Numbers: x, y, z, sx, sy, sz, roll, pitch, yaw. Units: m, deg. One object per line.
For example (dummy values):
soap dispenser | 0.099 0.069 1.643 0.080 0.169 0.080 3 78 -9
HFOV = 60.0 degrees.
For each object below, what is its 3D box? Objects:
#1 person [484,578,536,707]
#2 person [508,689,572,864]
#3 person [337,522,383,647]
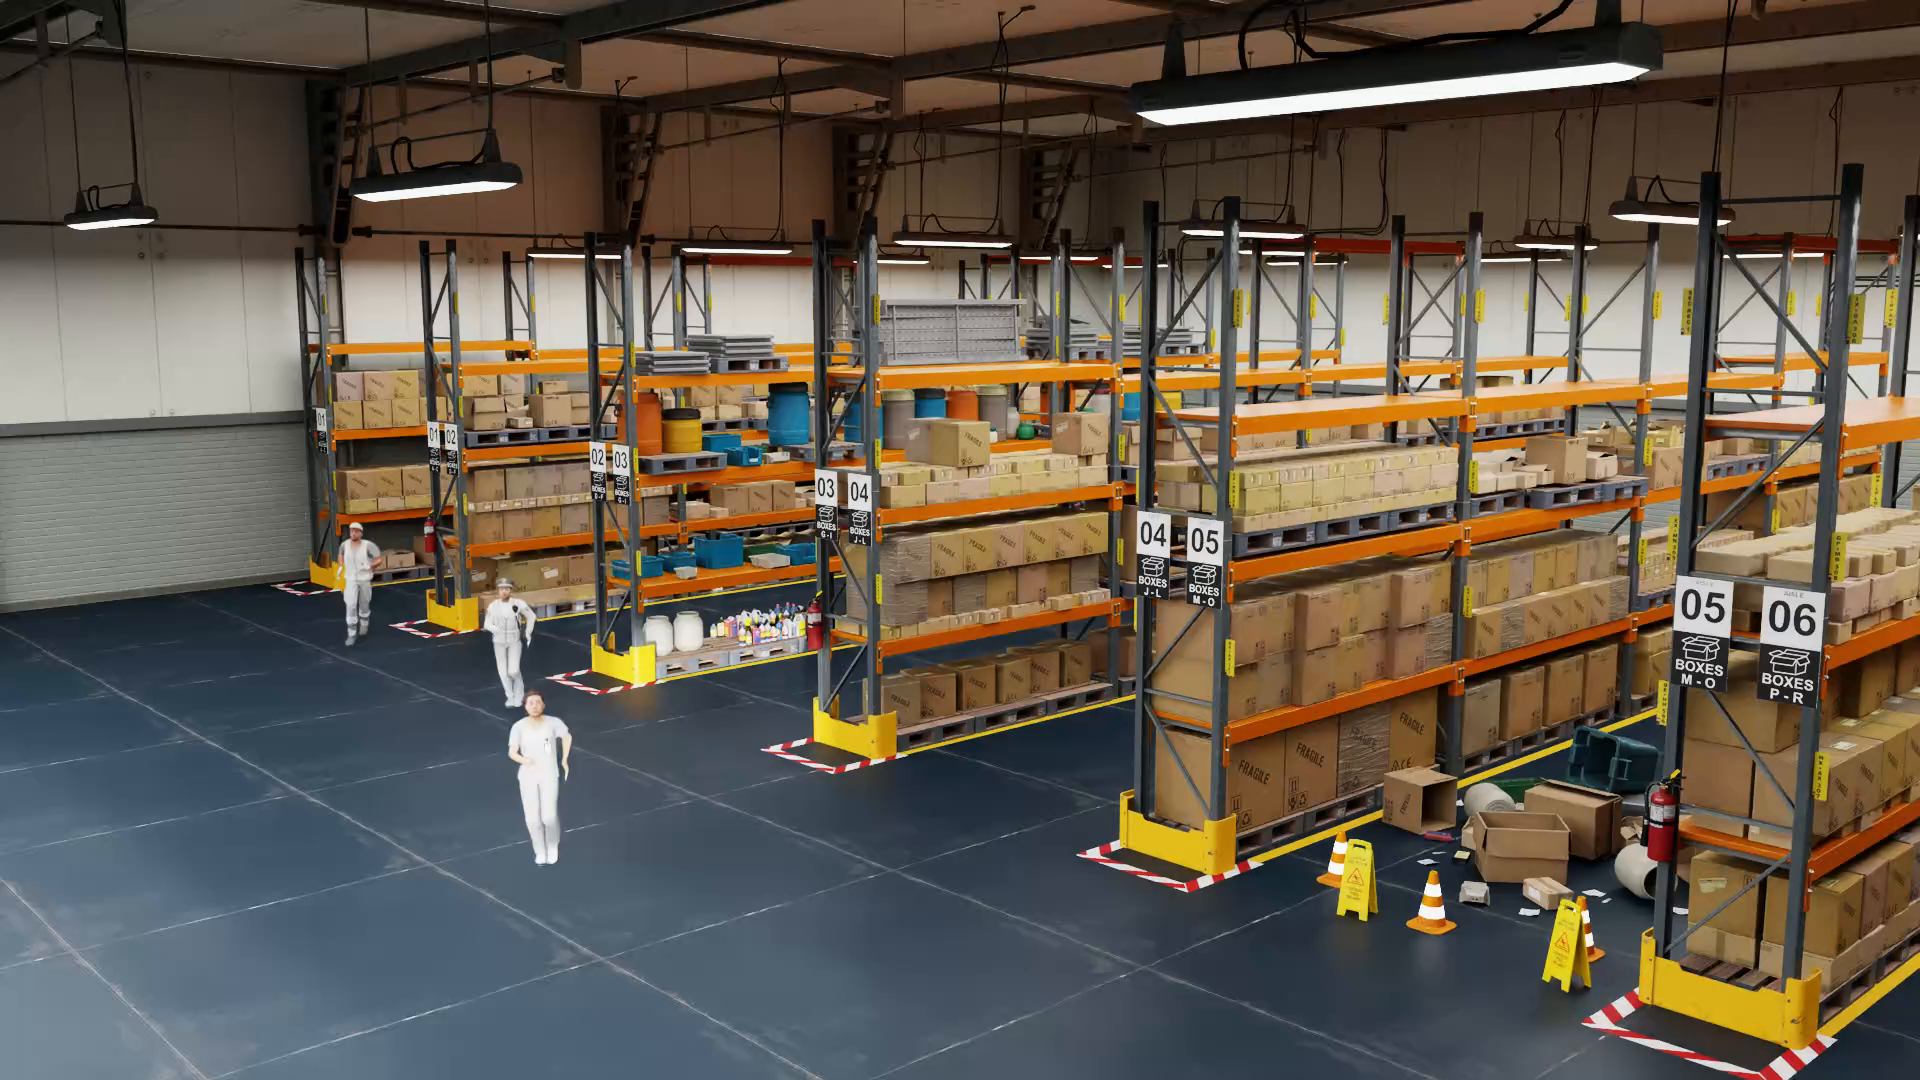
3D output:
person | -5.641 1.290 20.785 0.587 1.661 0.632 0 8 -3
person | -3.782 2.157 14.992 0.542 1.635 0.631 -1 8 -10
person | -8.974 0.621 24.905 0.664 1.809 0.905 -2 9 -12
